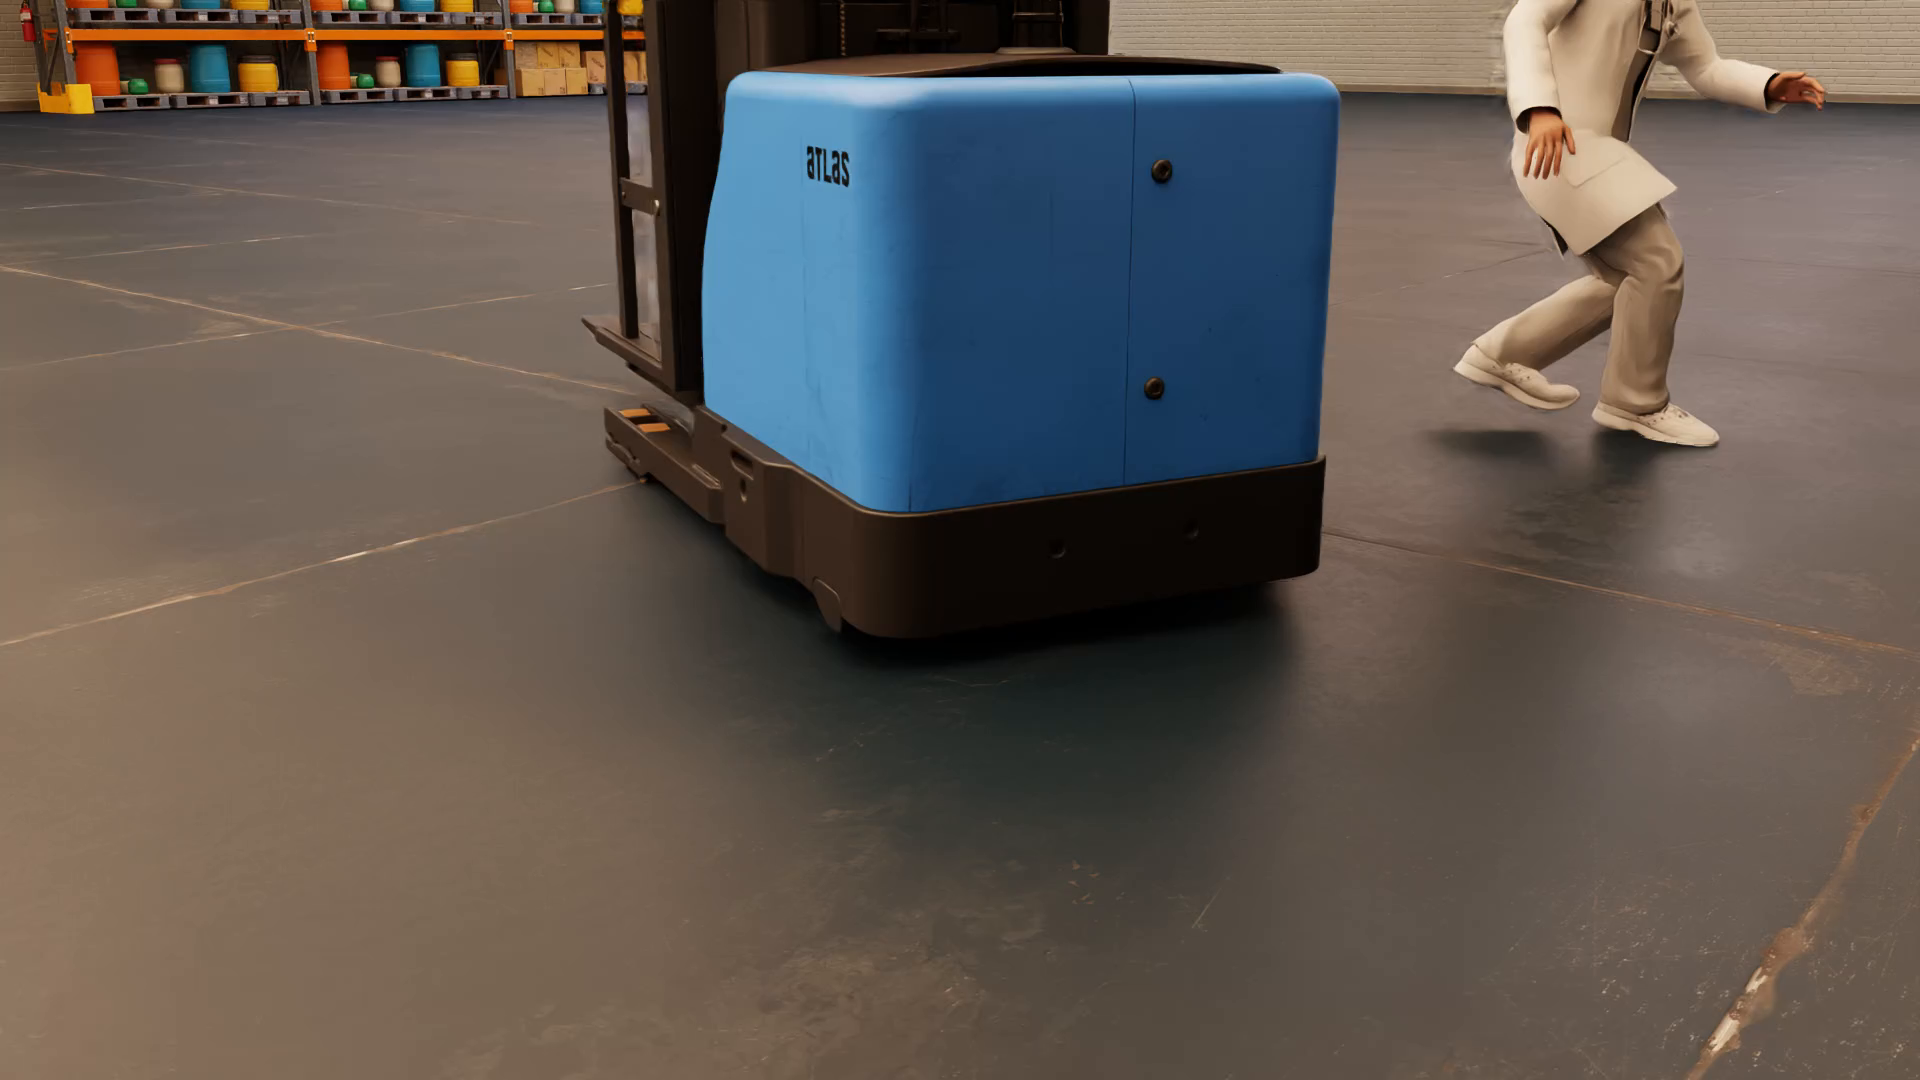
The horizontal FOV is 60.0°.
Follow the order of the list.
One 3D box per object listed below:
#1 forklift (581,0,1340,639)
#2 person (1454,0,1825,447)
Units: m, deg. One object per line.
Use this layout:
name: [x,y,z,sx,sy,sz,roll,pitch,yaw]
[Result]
forklift: [-0.334,-1.601,4.169,1.130,2.935,3.031,-8,19,-24]
person: [1.891,-1.079,4.705,0.911,1.641,0.926,12,21,34]
